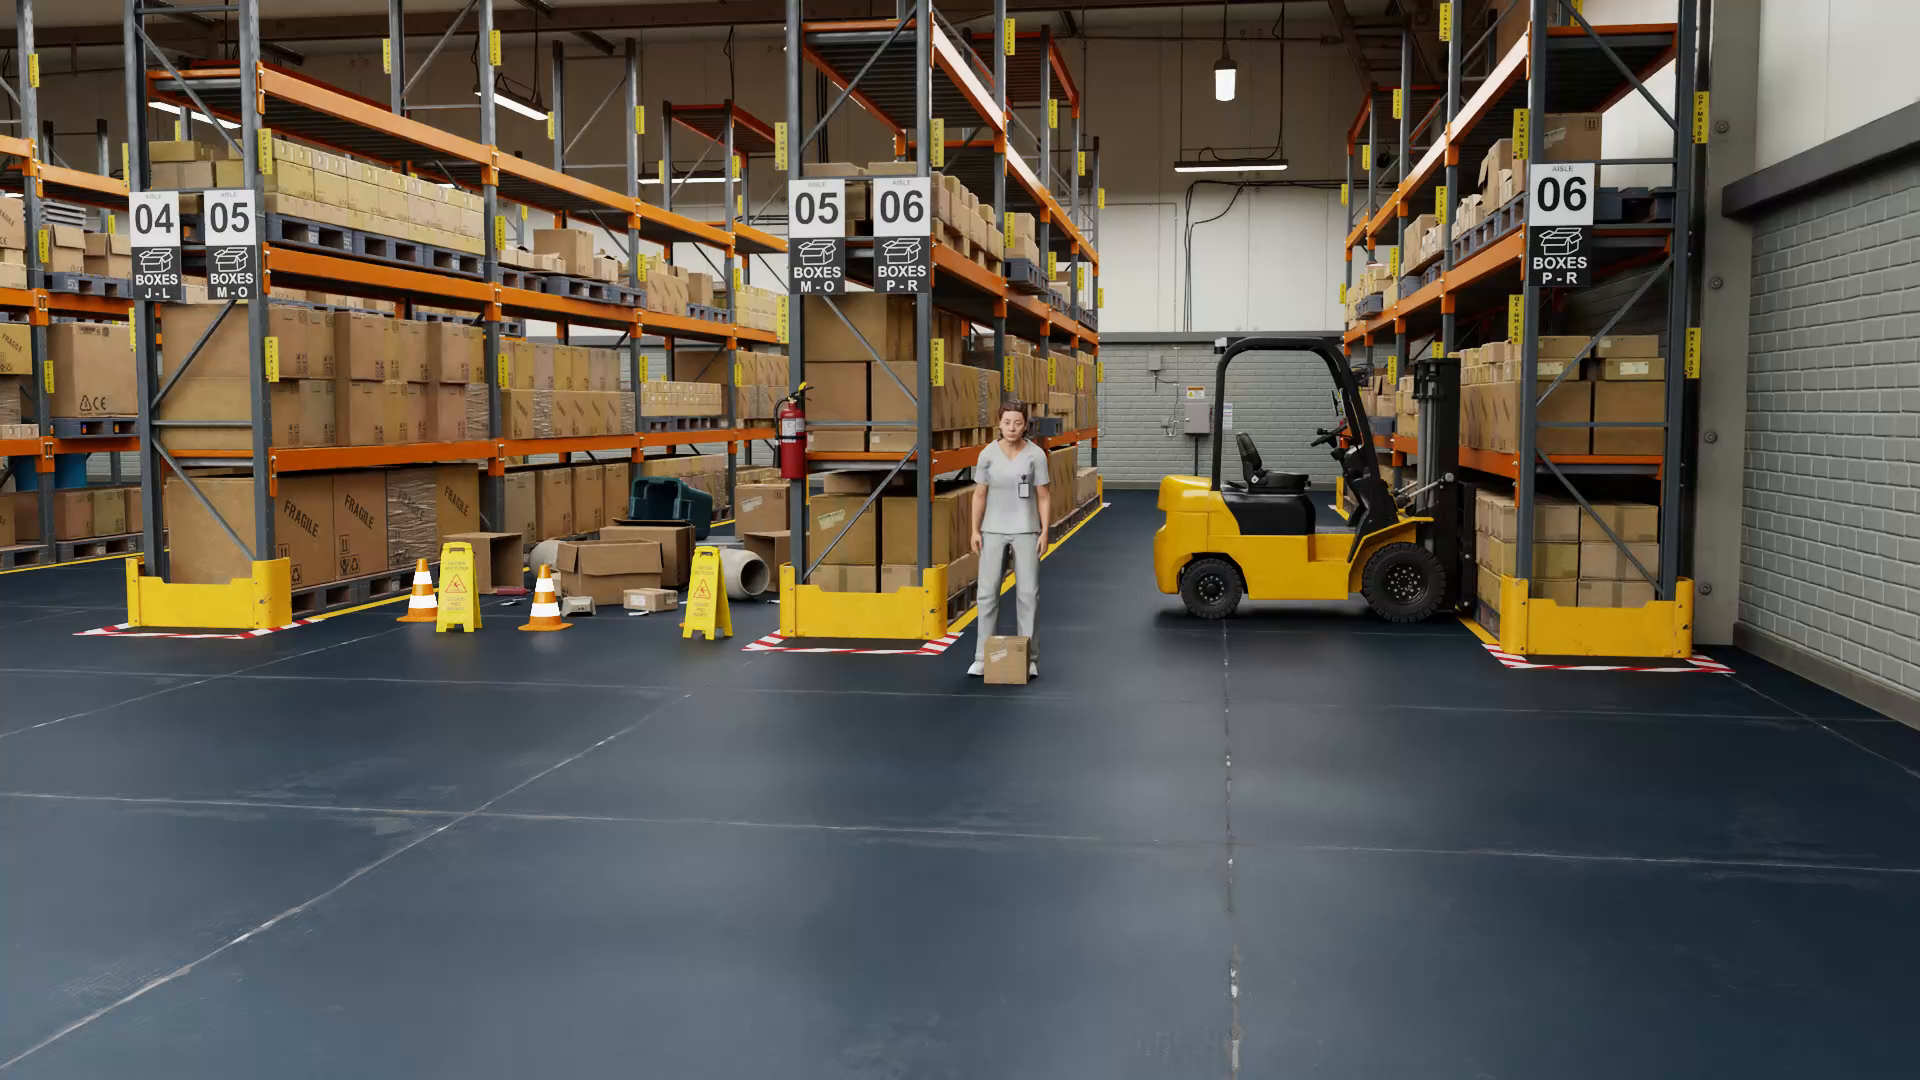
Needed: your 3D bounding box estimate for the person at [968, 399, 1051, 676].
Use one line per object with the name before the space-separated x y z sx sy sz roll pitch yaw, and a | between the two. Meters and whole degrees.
person | 0.305 -0.018 10.082 0.488 1.672 0.359 1 5 7
